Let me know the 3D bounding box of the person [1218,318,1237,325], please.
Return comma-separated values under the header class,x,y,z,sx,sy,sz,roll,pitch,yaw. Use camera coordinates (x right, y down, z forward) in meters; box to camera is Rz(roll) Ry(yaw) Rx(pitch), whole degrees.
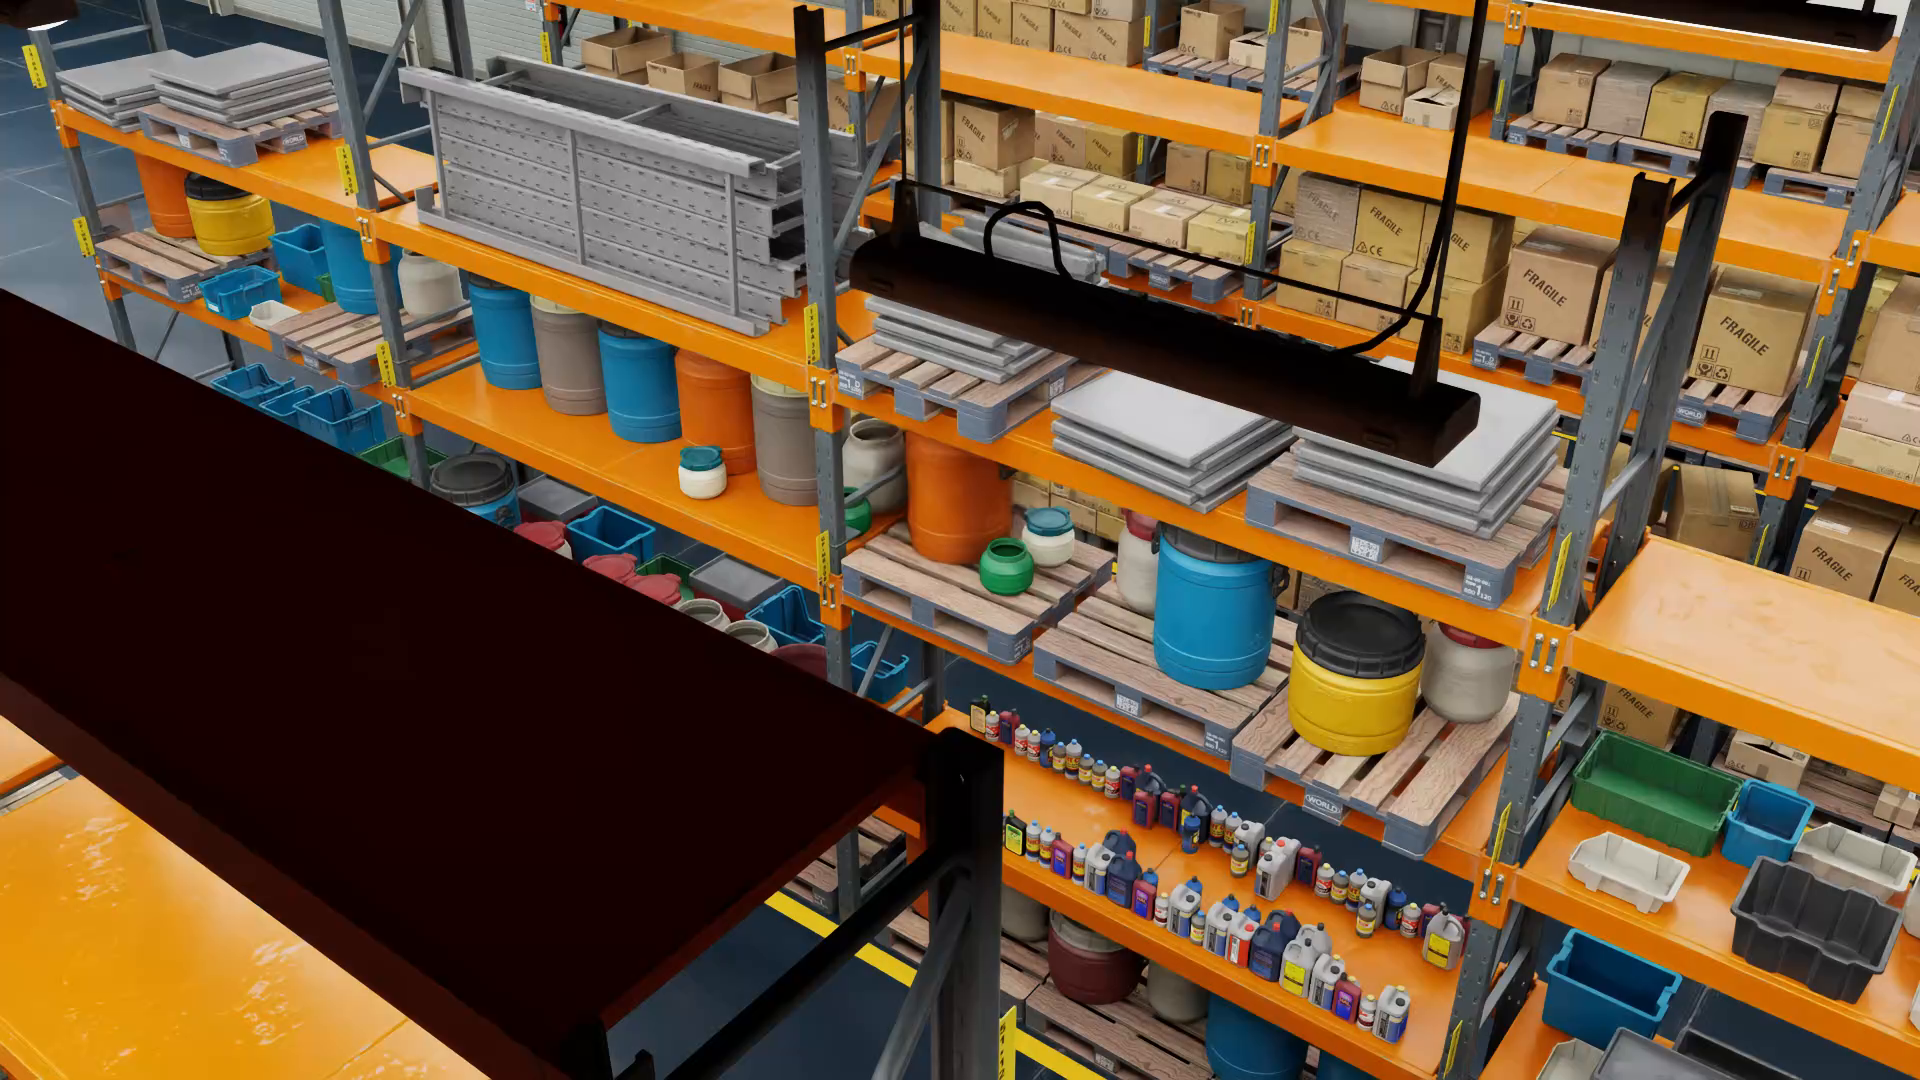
class,x,y,z,sx,sy,sz,roll,pitch,yaw
person,2.388,-1.585,16.325,0.706,1.655,0.515,12,34,19
